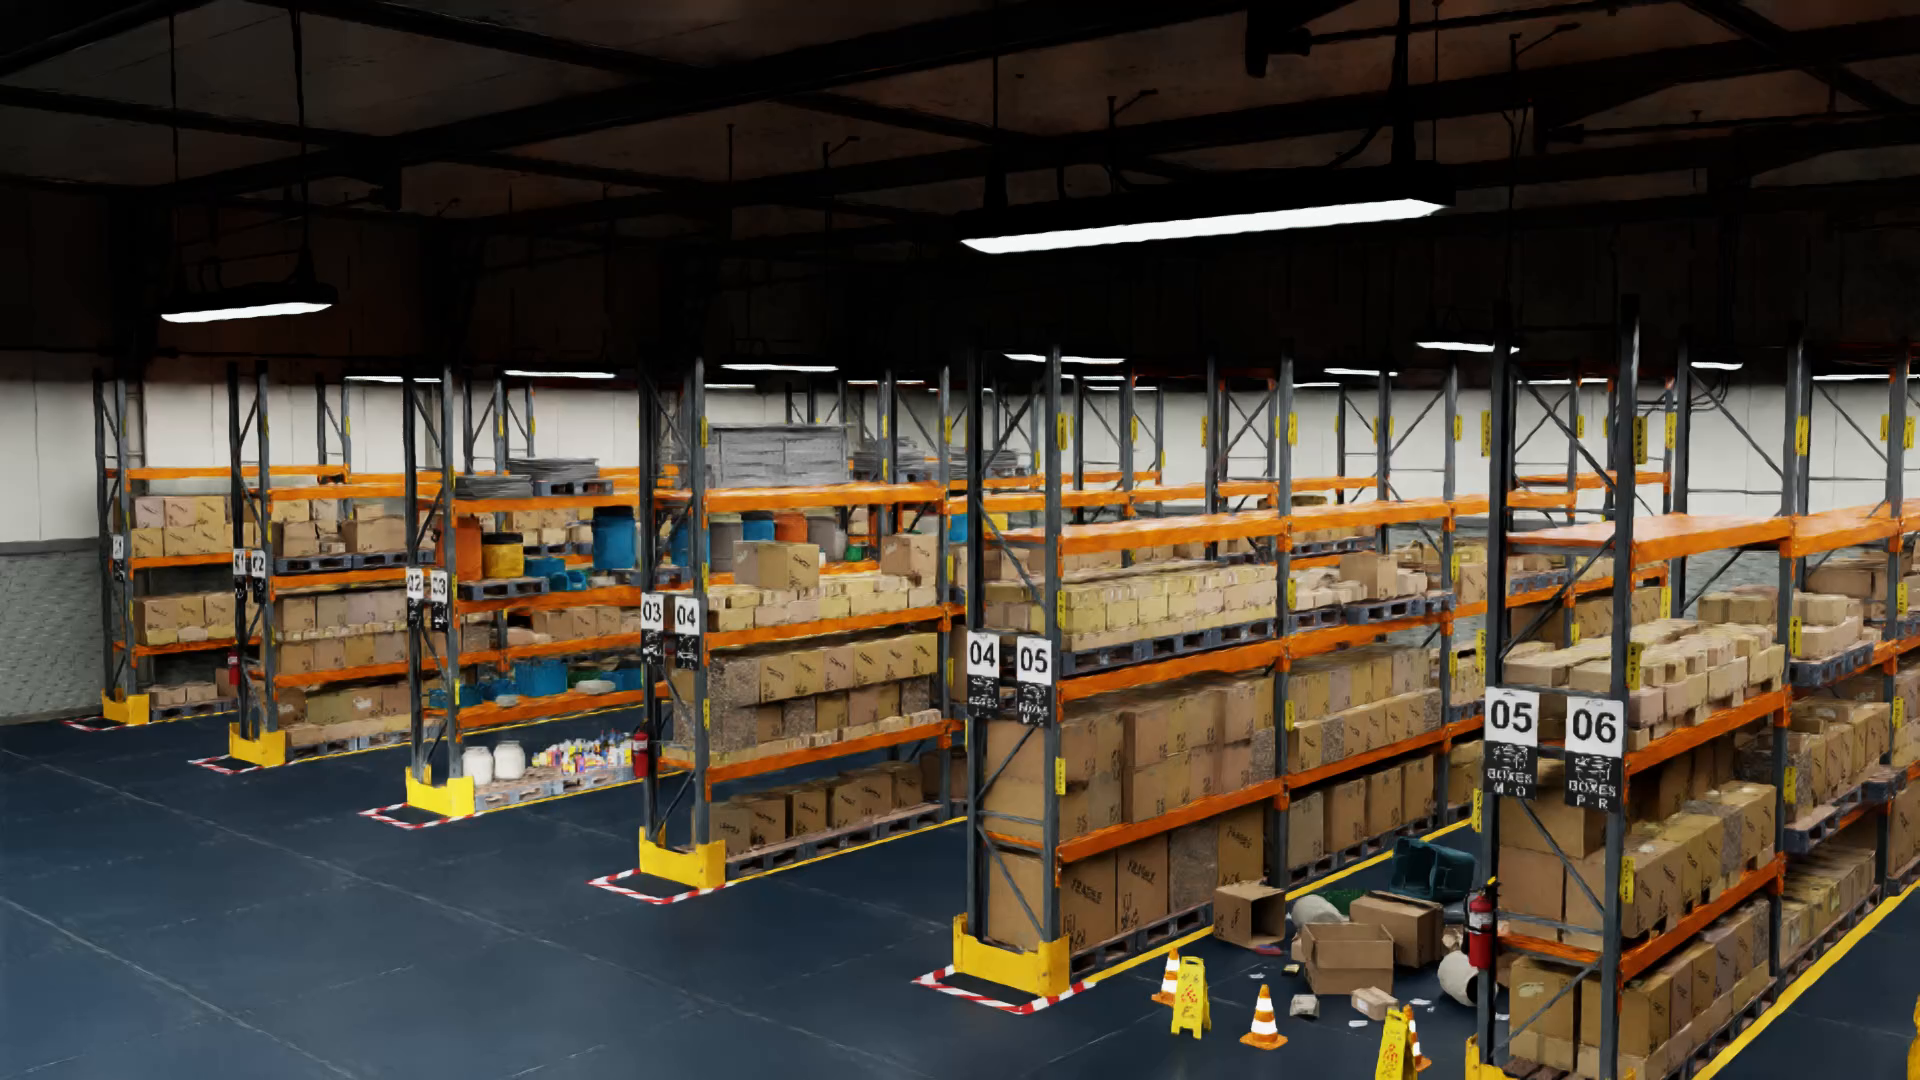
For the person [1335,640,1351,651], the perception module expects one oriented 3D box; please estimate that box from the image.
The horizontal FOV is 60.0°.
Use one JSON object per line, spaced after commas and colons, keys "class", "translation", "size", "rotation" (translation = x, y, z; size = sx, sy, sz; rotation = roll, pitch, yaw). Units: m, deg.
{"class": "person", "translation": [6.195, 2.341, 26.938], "size": [0.374, 1.658, 0.585], "rotation": [2, 5, 29]}
